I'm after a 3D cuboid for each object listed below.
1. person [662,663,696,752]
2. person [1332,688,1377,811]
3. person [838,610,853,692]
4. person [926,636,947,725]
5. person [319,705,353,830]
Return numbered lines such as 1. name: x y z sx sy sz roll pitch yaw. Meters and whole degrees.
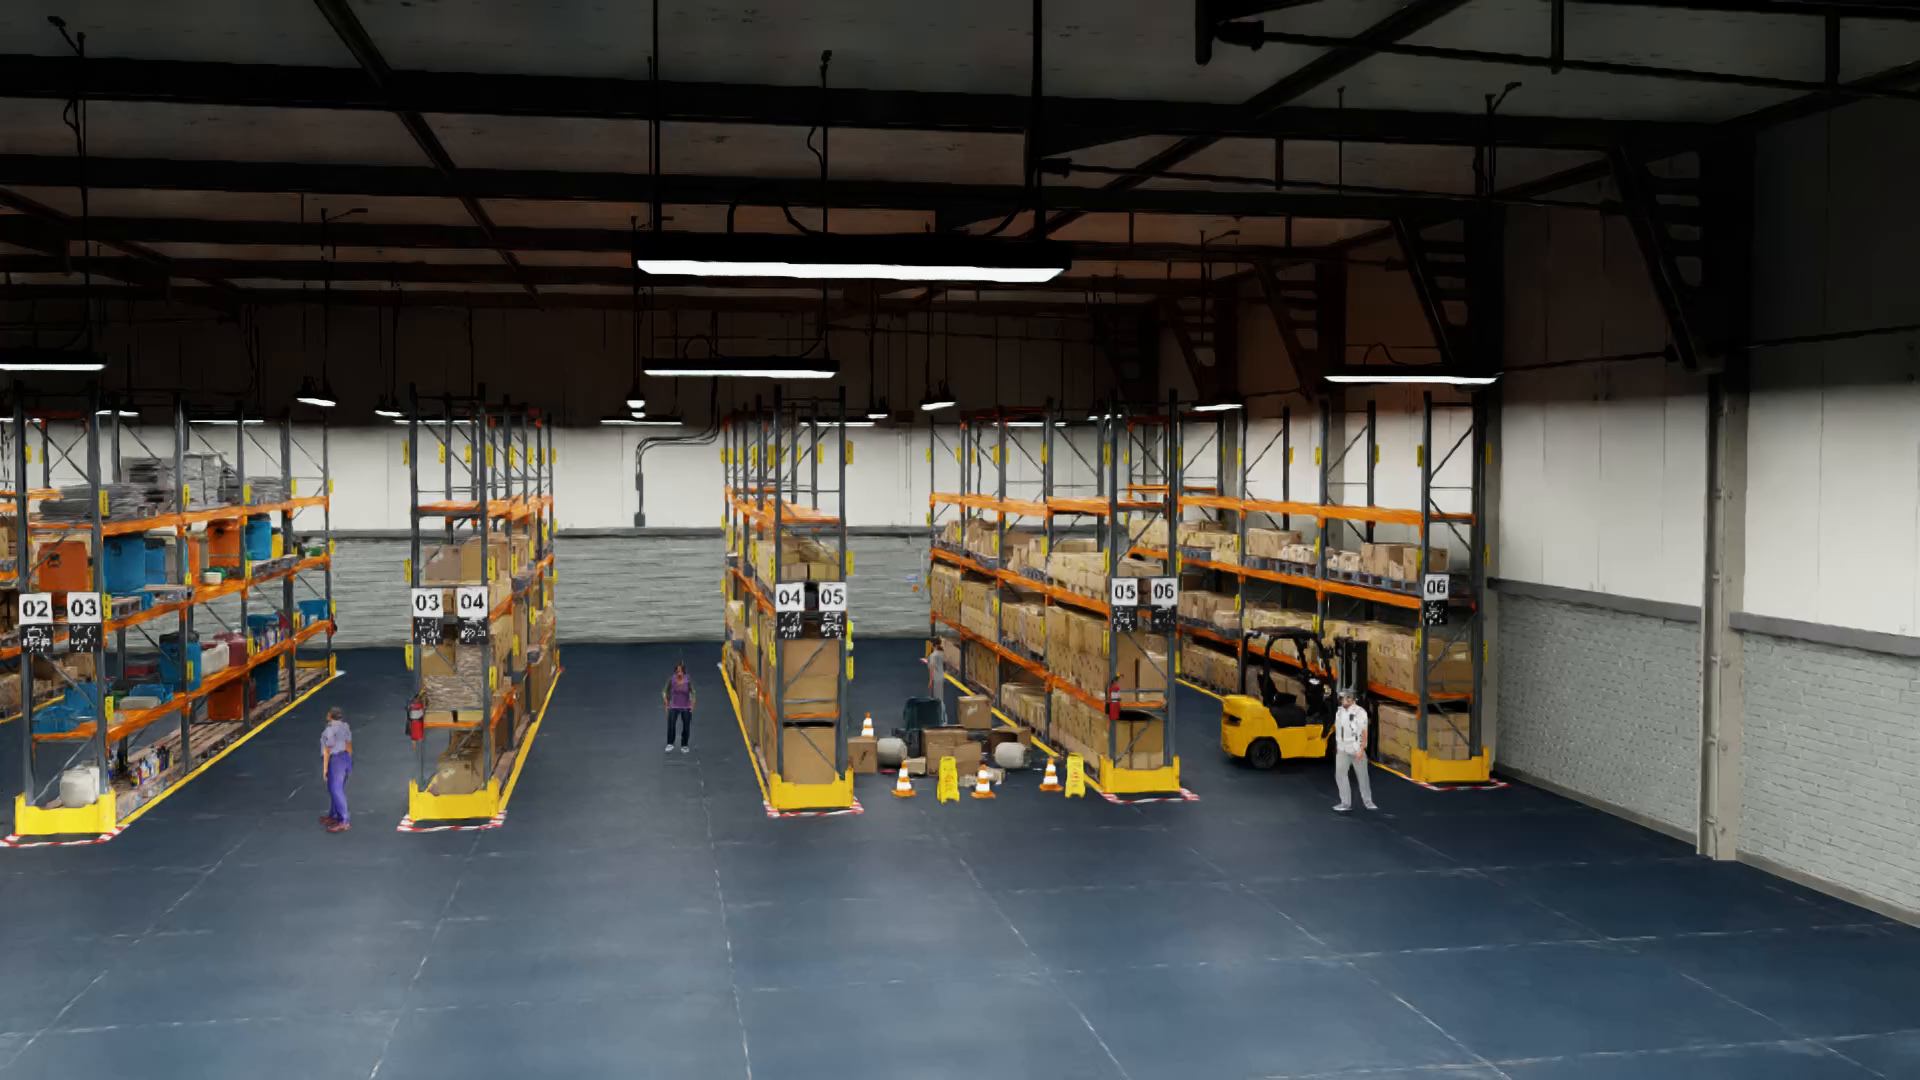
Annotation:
1. person: -4.730 2.819 28.004 0.566 1.541 0.519 -1 3 -13
2. person: 5.557 2.942 23.477 0.631 1.737 0.586 -3 4 -43
3. person: -2.516 2.320 35.216 0.502 1.764 0.624 1 3 20
4. person: -0.472 2.600 30.660 0.568 1.661 0.561 1 3 17
5. person: -8.448 3.048 22.437 0.608 1.611 0.685 1 3 10
